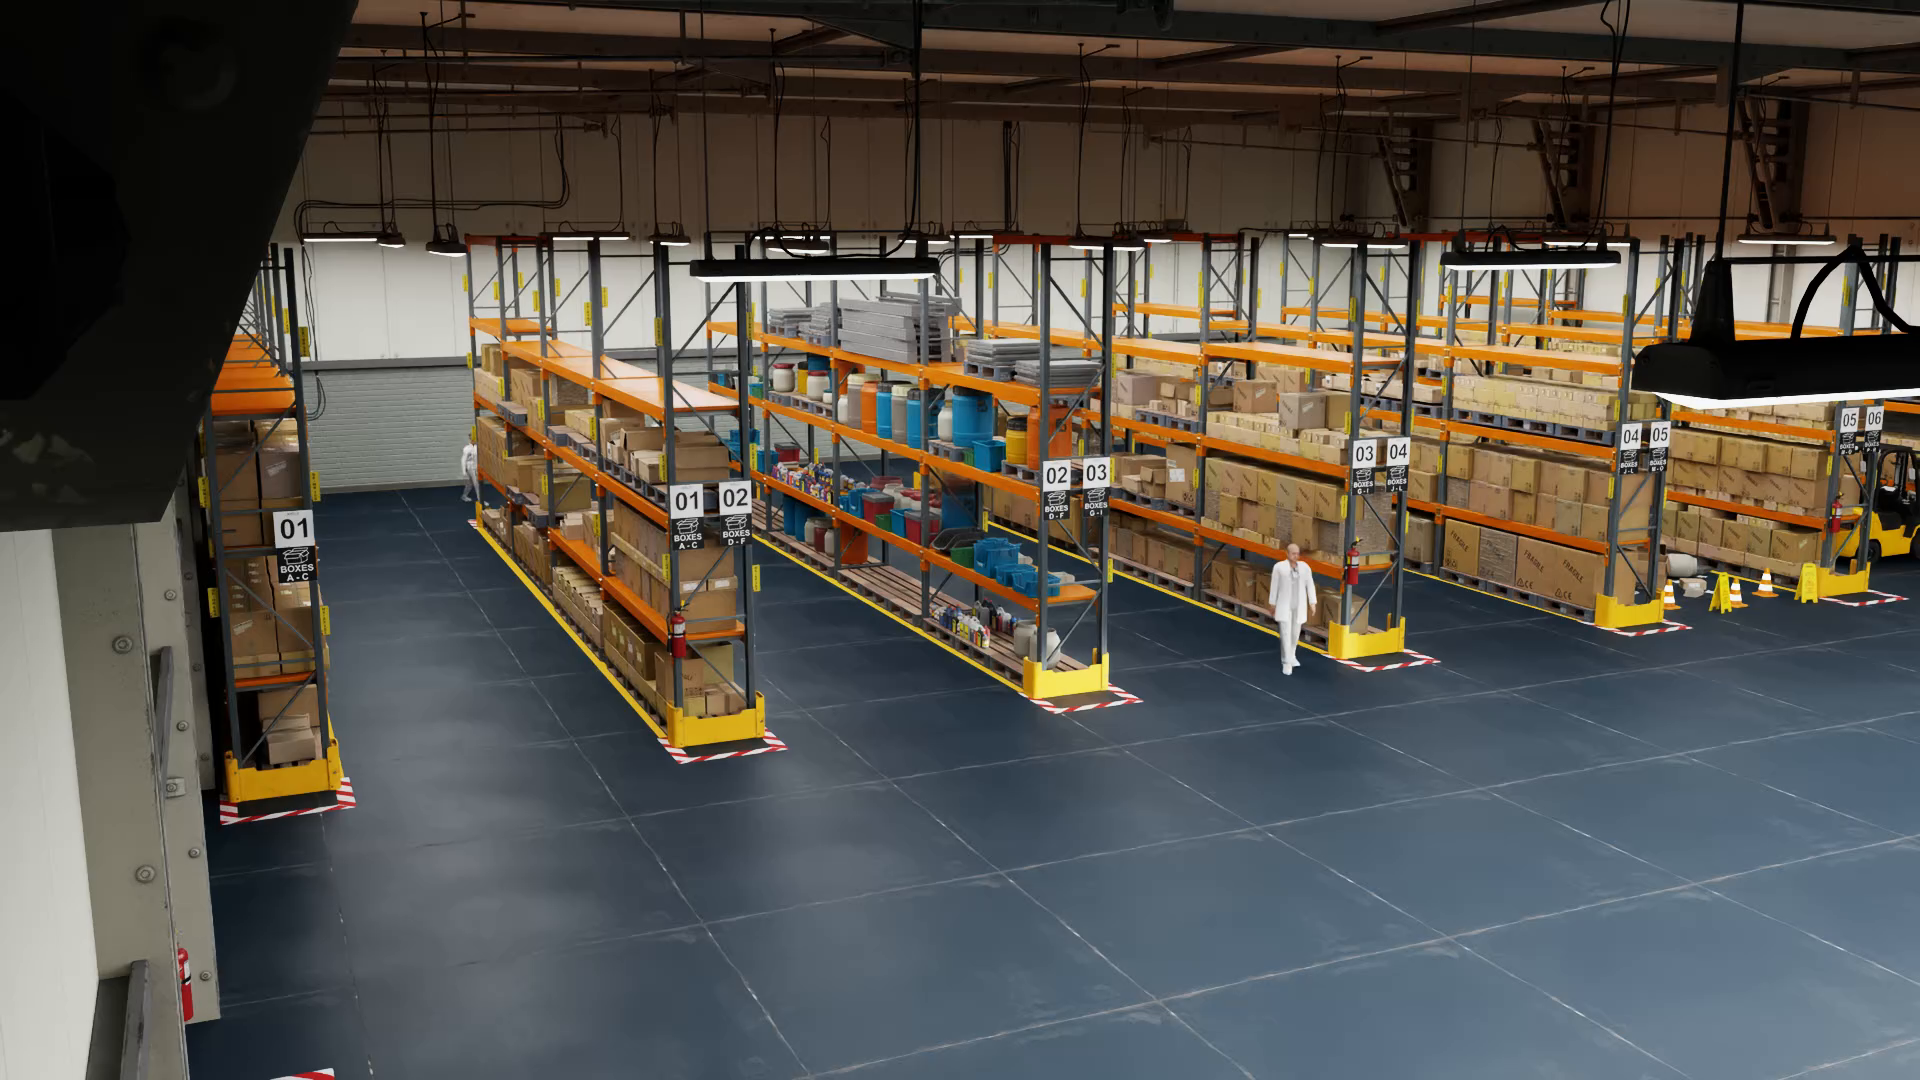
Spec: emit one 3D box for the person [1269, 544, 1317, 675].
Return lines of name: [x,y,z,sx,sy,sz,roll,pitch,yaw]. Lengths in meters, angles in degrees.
person: [4.728,0.960,23.566,0.640,1.815,0.666,-1,11,-5]

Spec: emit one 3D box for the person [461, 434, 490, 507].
person: [-10.780,-1.585,36.932,1.069,1.601,0.503,7,13,31]
